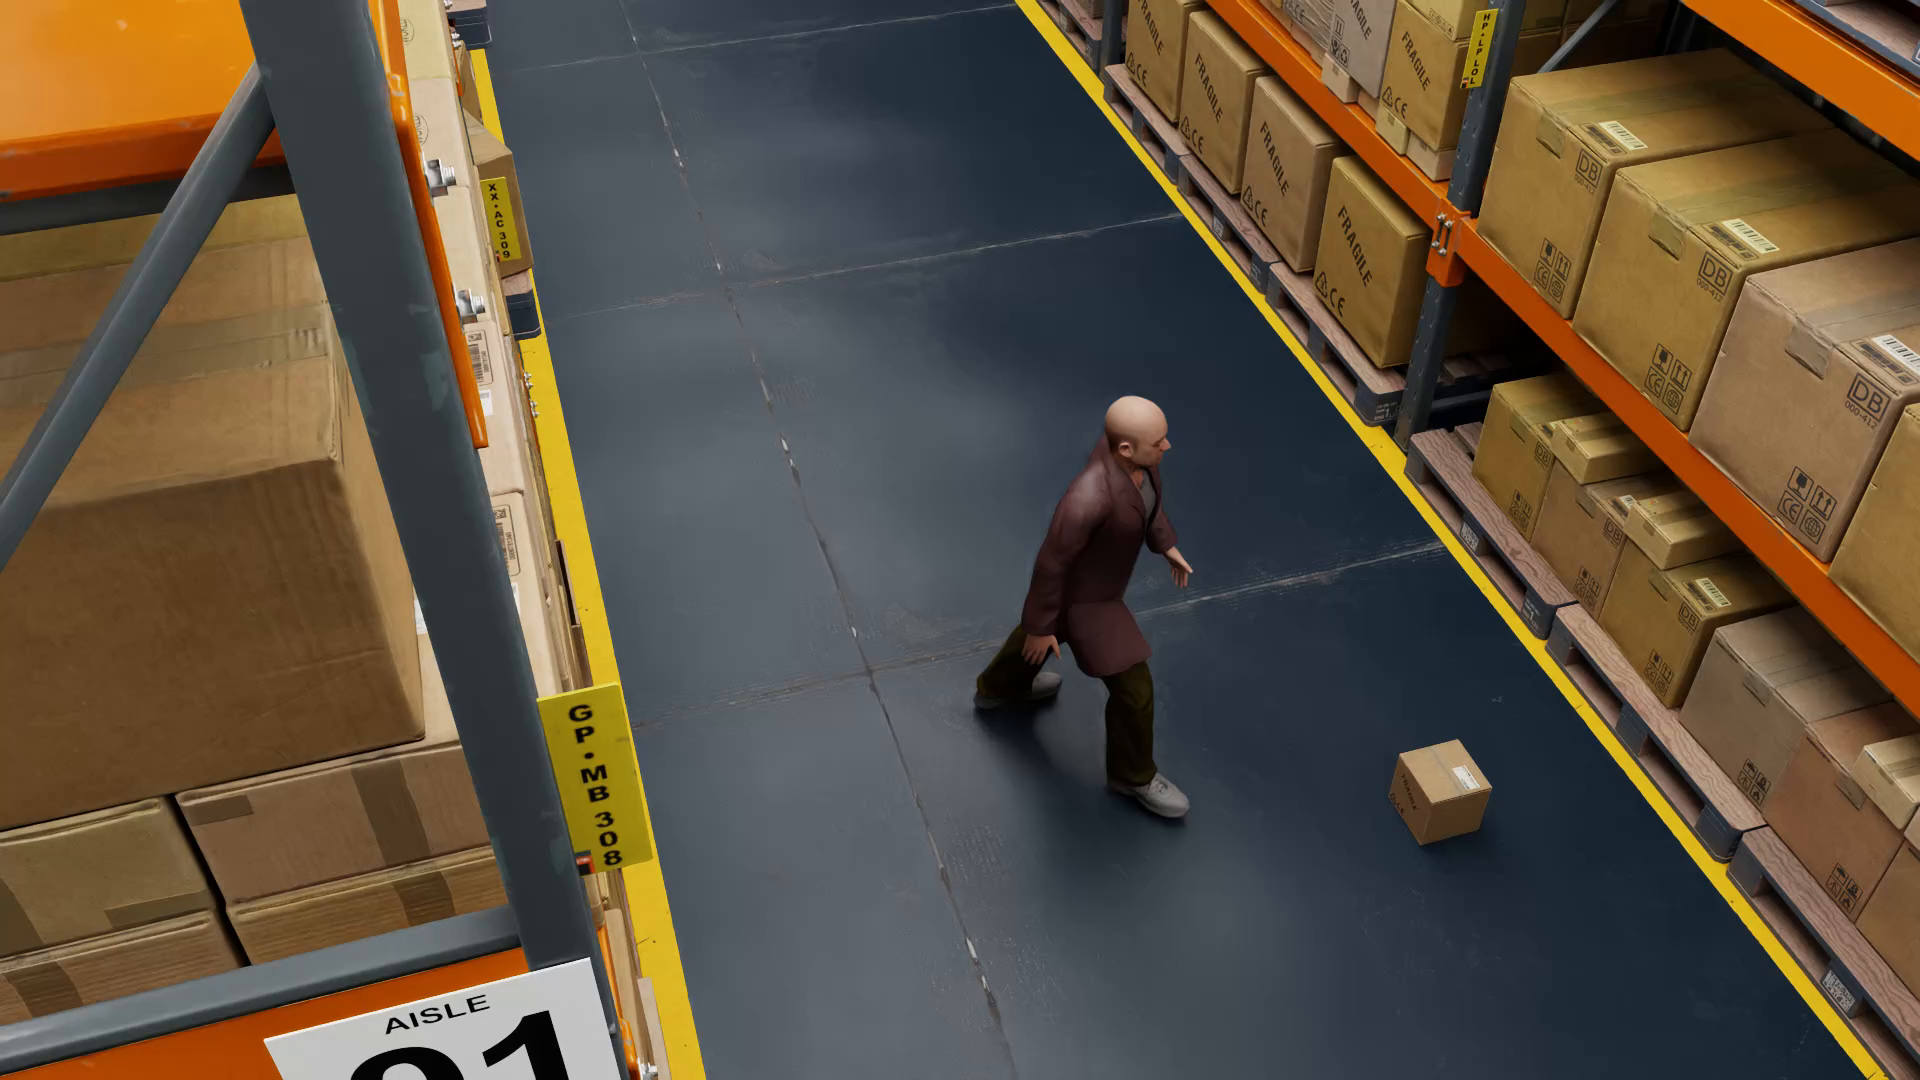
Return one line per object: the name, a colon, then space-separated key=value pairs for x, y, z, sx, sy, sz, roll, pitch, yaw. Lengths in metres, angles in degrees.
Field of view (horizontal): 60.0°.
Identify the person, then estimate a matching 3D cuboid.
person: x=0.486 y=0.167 z=6.001 sx=0.960 sy=1.711 sz=0.695 roll=13 pitch=43 yaw=14
